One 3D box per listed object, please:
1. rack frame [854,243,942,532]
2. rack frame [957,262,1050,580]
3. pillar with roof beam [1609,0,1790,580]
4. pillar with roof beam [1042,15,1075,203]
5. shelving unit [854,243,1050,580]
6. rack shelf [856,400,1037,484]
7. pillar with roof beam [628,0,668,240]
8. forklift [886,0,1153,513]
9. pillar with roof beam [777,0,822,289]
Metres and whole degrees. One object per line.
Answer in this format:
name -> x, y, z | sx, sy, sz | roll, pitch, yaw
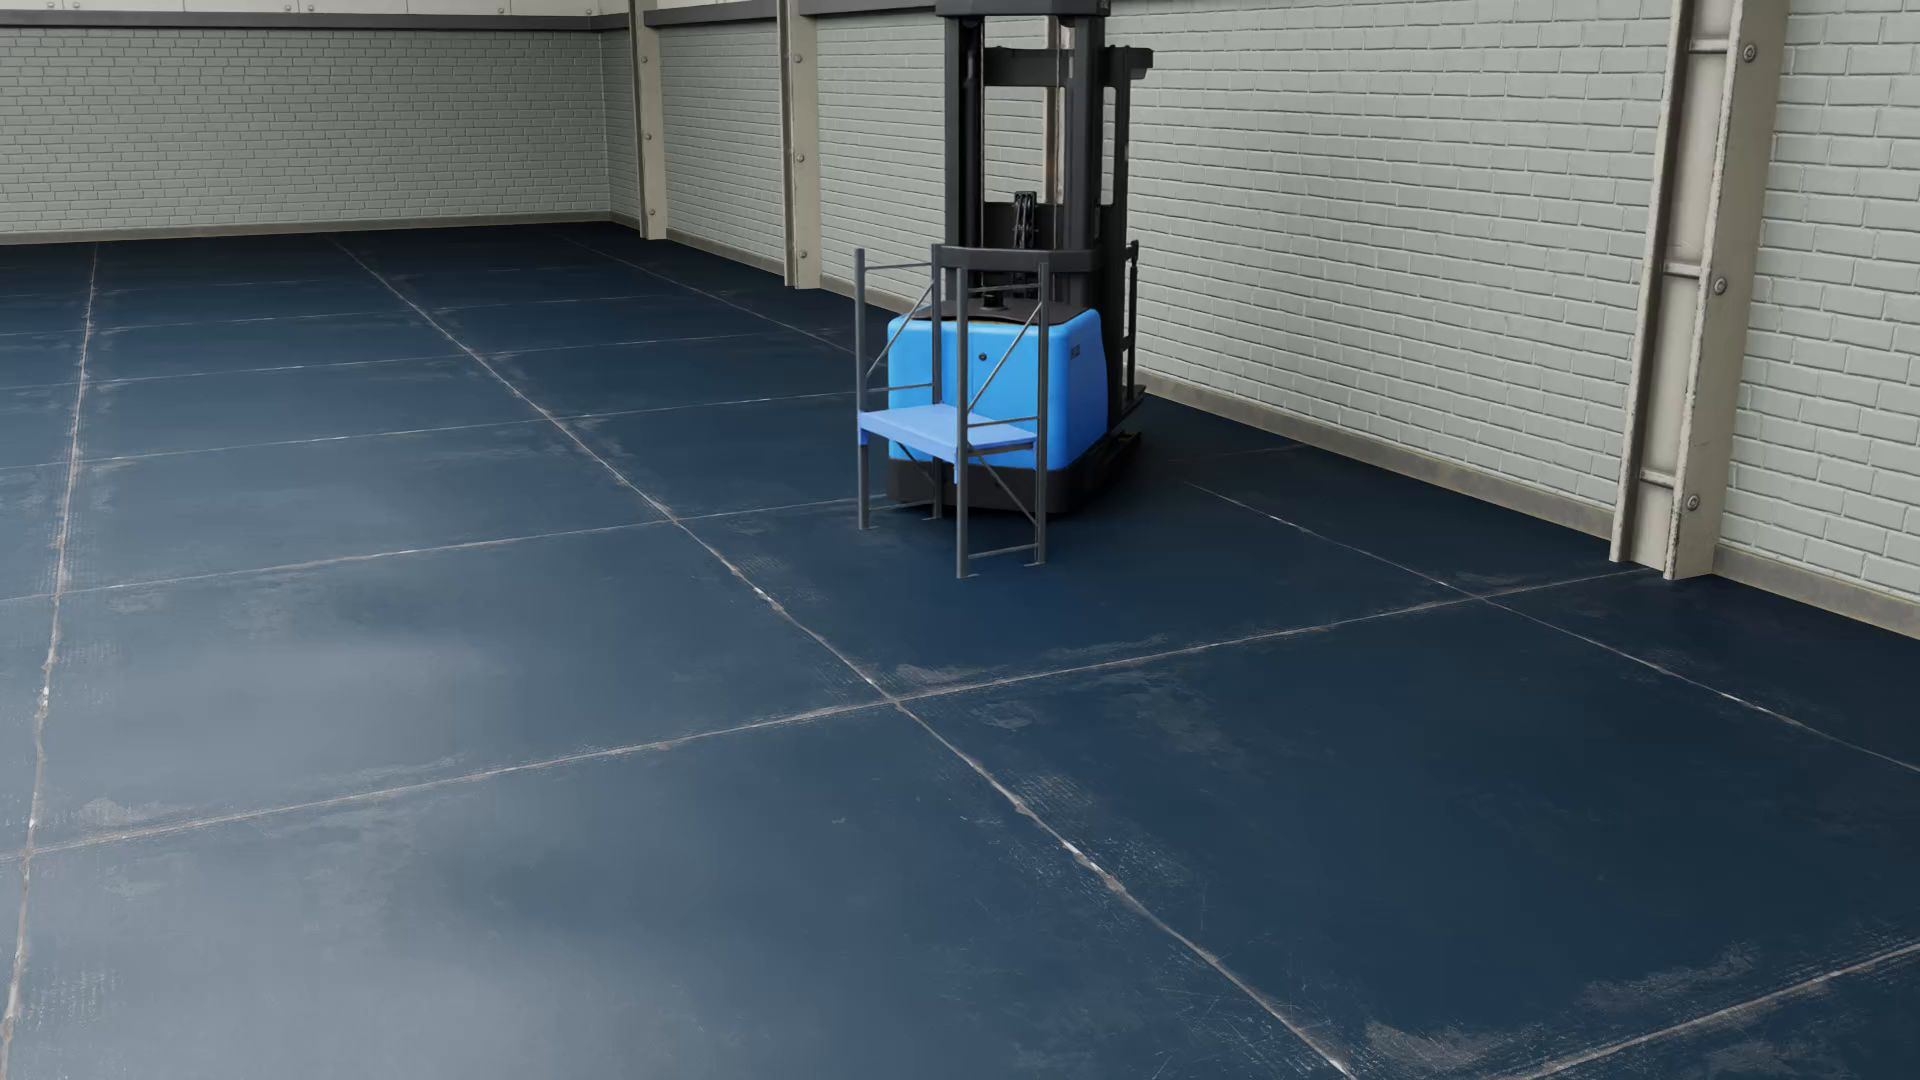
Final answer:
rack frame -> -0.321, -0.804, 8.834 | 0.500, 1.500, 0.032 | -9, 19, -30
rack frame -> 0.206, -0.564, 7.998 | 0.500, 1.500, 0.032 | -9, 19, -30
pillar with roof beam -> -0.367, -3.676, 5.247 | 9.100, 9.000, 0.400 | -8, 18, -25
pillar with roof beam -> -2.996, -5.164, 10.432 | 9.100, 9.000, 0.400 | -8, 18, -25
shelving unit -> -0.057, -0.684, 8.416 | 0.538, 1.500, 1.048 | -9, 19, -30
rack shelf -> -0.057, -0.511, 8.466 | 0.538, 0.185, 1.000 | -9, 19, -30
pillar with roof beam -> -8.253, -8.140, 20.800 | 9.100, 9.000, 0.400 | -8, 18, -25
forklift -> 0.525, -1.917, 10.116 | 1.130, 2.935, 3.031 | 5, 17, 17
pillar with roof beam -> -5.624, -6.652, 15.616 | 9.100, 9.000, 0.400 | -8, 18, -25
